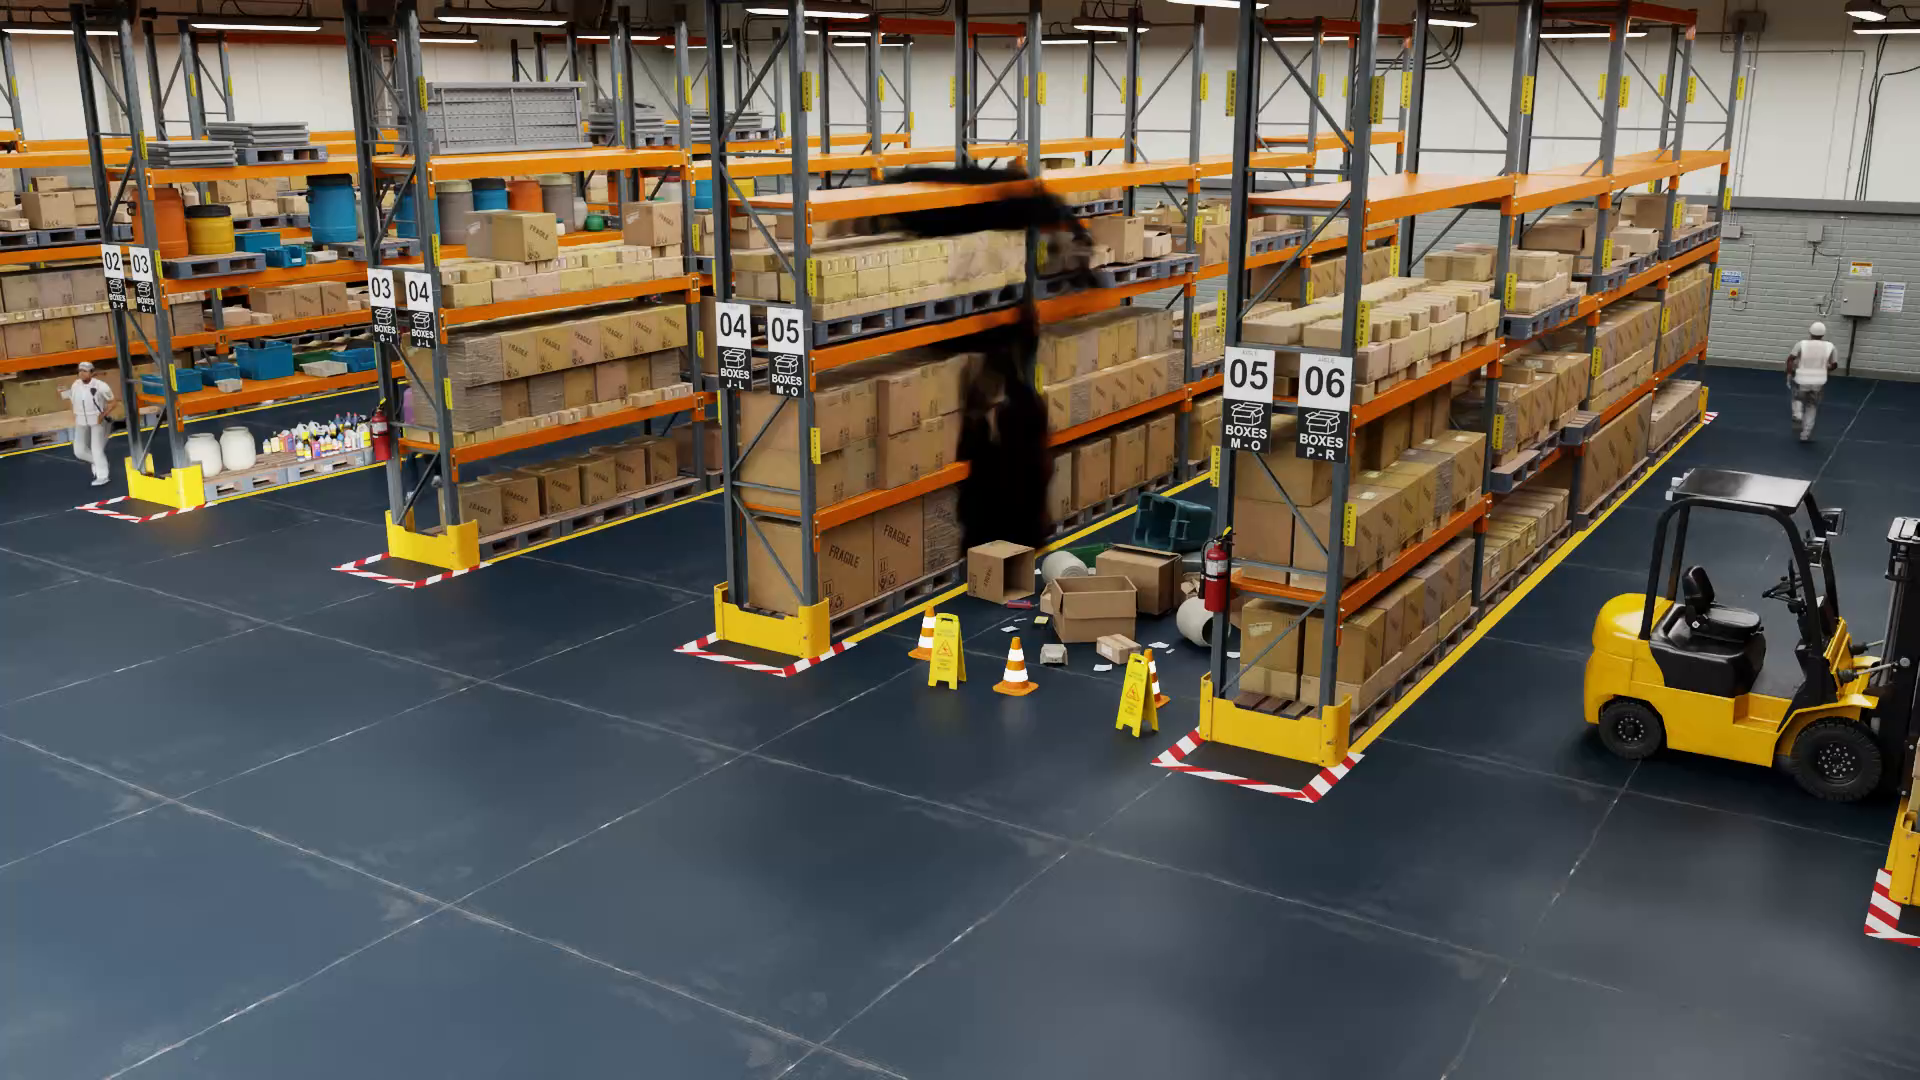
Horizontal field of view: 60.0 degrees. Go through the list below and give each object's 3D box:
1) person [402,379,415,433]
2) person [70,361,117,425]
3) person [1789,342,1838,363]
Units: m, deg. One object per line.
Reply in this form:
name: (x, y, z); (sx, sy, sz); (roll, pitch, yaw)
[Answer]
person: (-6.815, -1.701, 20.783); (0.539, 0.795, 0.570); (2, 16, 8)
person: (-11.304, -1.904, 21.529); (0.591, 0.806, 0.406); (-1, 16, -2)
person: (12.461, -2.595, 24.307); (0.658, 0.616, 0.348); (6, 17, 20)
